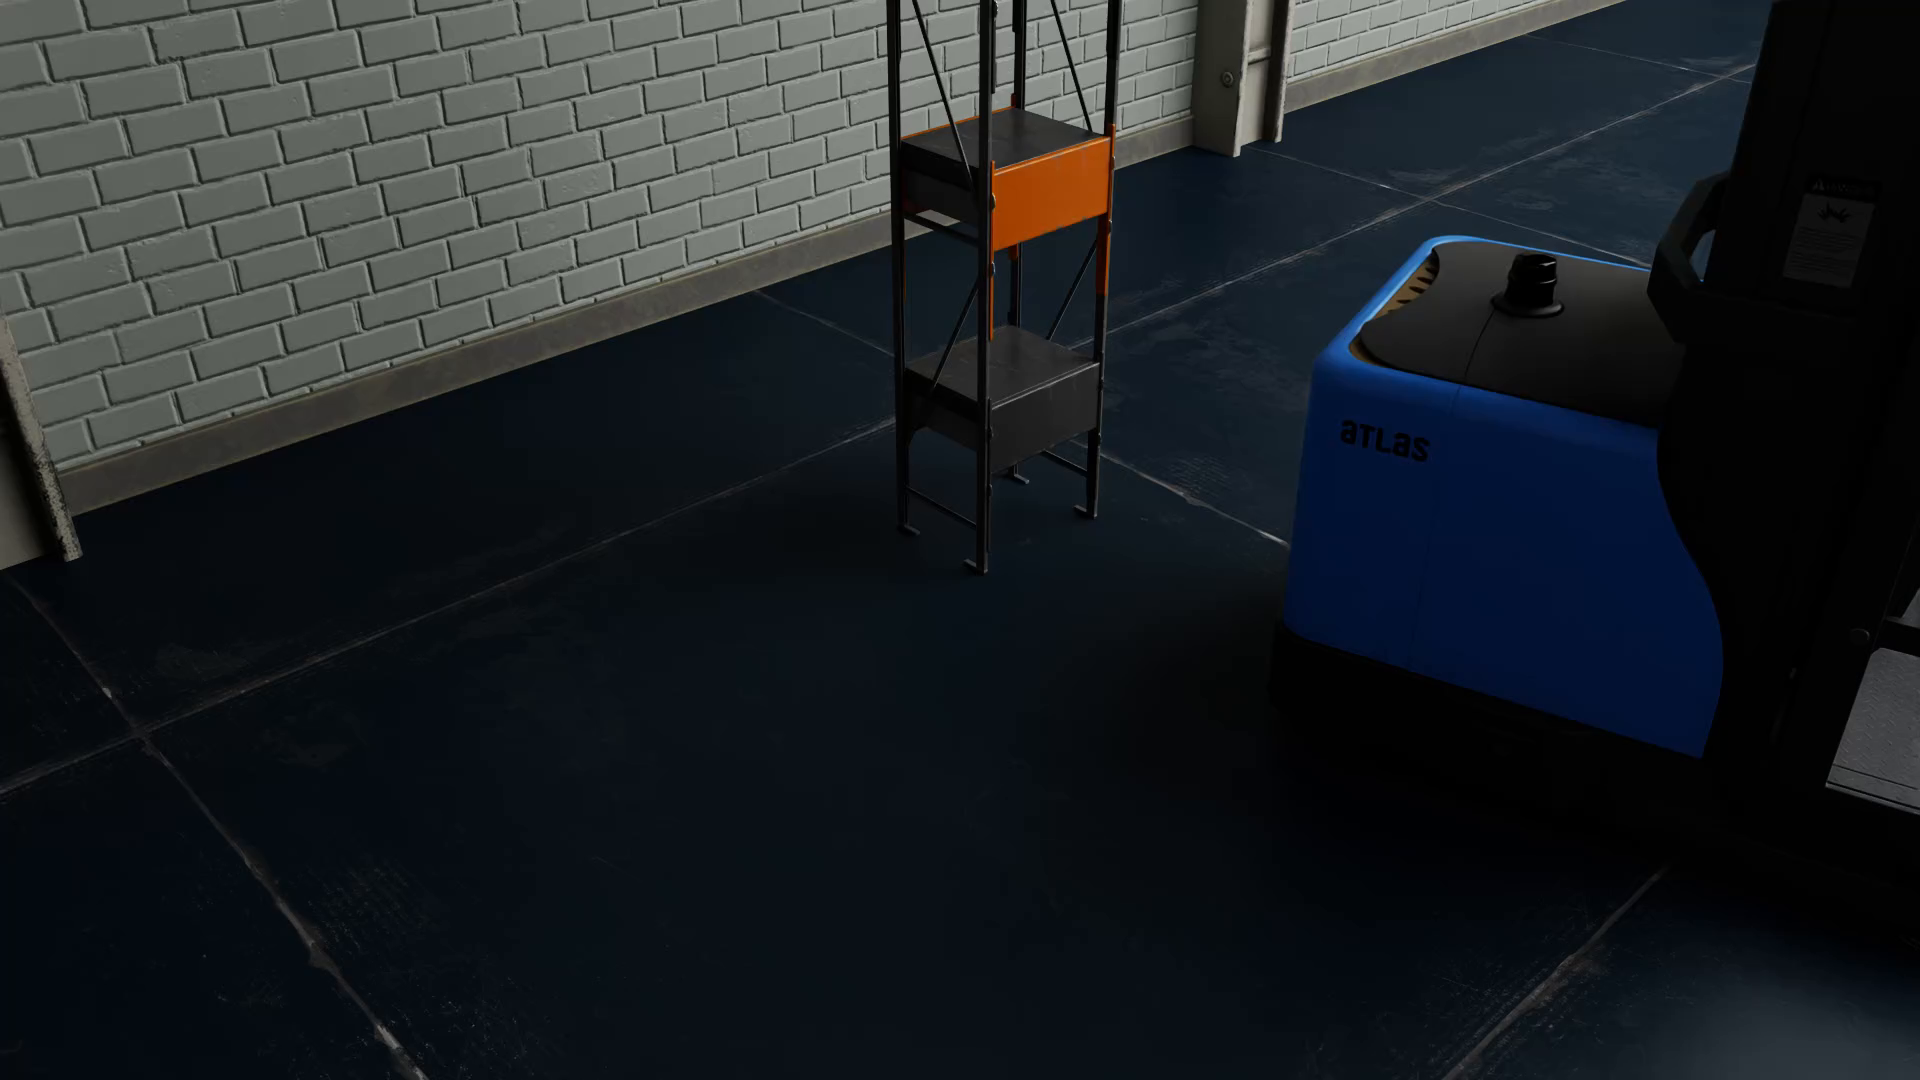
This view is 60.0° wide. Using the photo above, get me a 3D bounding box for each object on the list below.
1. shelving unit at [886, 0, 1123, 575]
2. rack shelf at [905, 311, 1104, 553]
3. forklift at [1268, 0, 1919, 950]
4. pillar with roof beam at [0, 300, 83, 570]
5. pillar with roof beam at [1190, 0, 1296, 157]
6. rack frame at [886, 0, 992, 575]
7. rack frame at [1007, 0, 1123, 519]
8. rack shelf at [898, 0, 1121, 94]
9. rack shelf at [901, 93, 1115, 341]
[{"bbox_3d":[0.121,-0.955,4.798,0.503,2.100,0.431,-26,40,-35],"label":"shelving unit"},{"bbox_3d":[0.121,-0.346,5.171,0.480,0.518,0.431,-26,40,-35],"label":"rack shelf"},{"bbox_3d":[2.355,-0.591,3.407,3.031,2.935,1.130,17,35,25],"label":"forklift"},{"bbox_3d":[-0.048,-2.132,0.110,0.400,9.000,9.100,-26,40,-35],"label":"pillar with roof beam"},{"bbox_3d":[4.352,-4.260,3.591,0.400,9.000,9.100,-26,40,-35],"label":"pillar with roof beam"},{"bbox_3d":[-0.058,-0.868,4.657,0.015,2.100,0.400,-26,40,-35],"label":"rack frame"},{"bbox_3d":[0.300,-1.041,4.940,0.015,2.100,0.400,-26,40,-35],"label":"rack frame"},{"bbox_3d":[0.121,-1.540,4.440,0.480,0.518,0.431,-26,40,-35],"label":"rack shelf"},{"bbox_3d":[0.121,-0.943,4.805,0.480,0.518,0.431,-26,40,-35],"label":"rack shelf"}]
